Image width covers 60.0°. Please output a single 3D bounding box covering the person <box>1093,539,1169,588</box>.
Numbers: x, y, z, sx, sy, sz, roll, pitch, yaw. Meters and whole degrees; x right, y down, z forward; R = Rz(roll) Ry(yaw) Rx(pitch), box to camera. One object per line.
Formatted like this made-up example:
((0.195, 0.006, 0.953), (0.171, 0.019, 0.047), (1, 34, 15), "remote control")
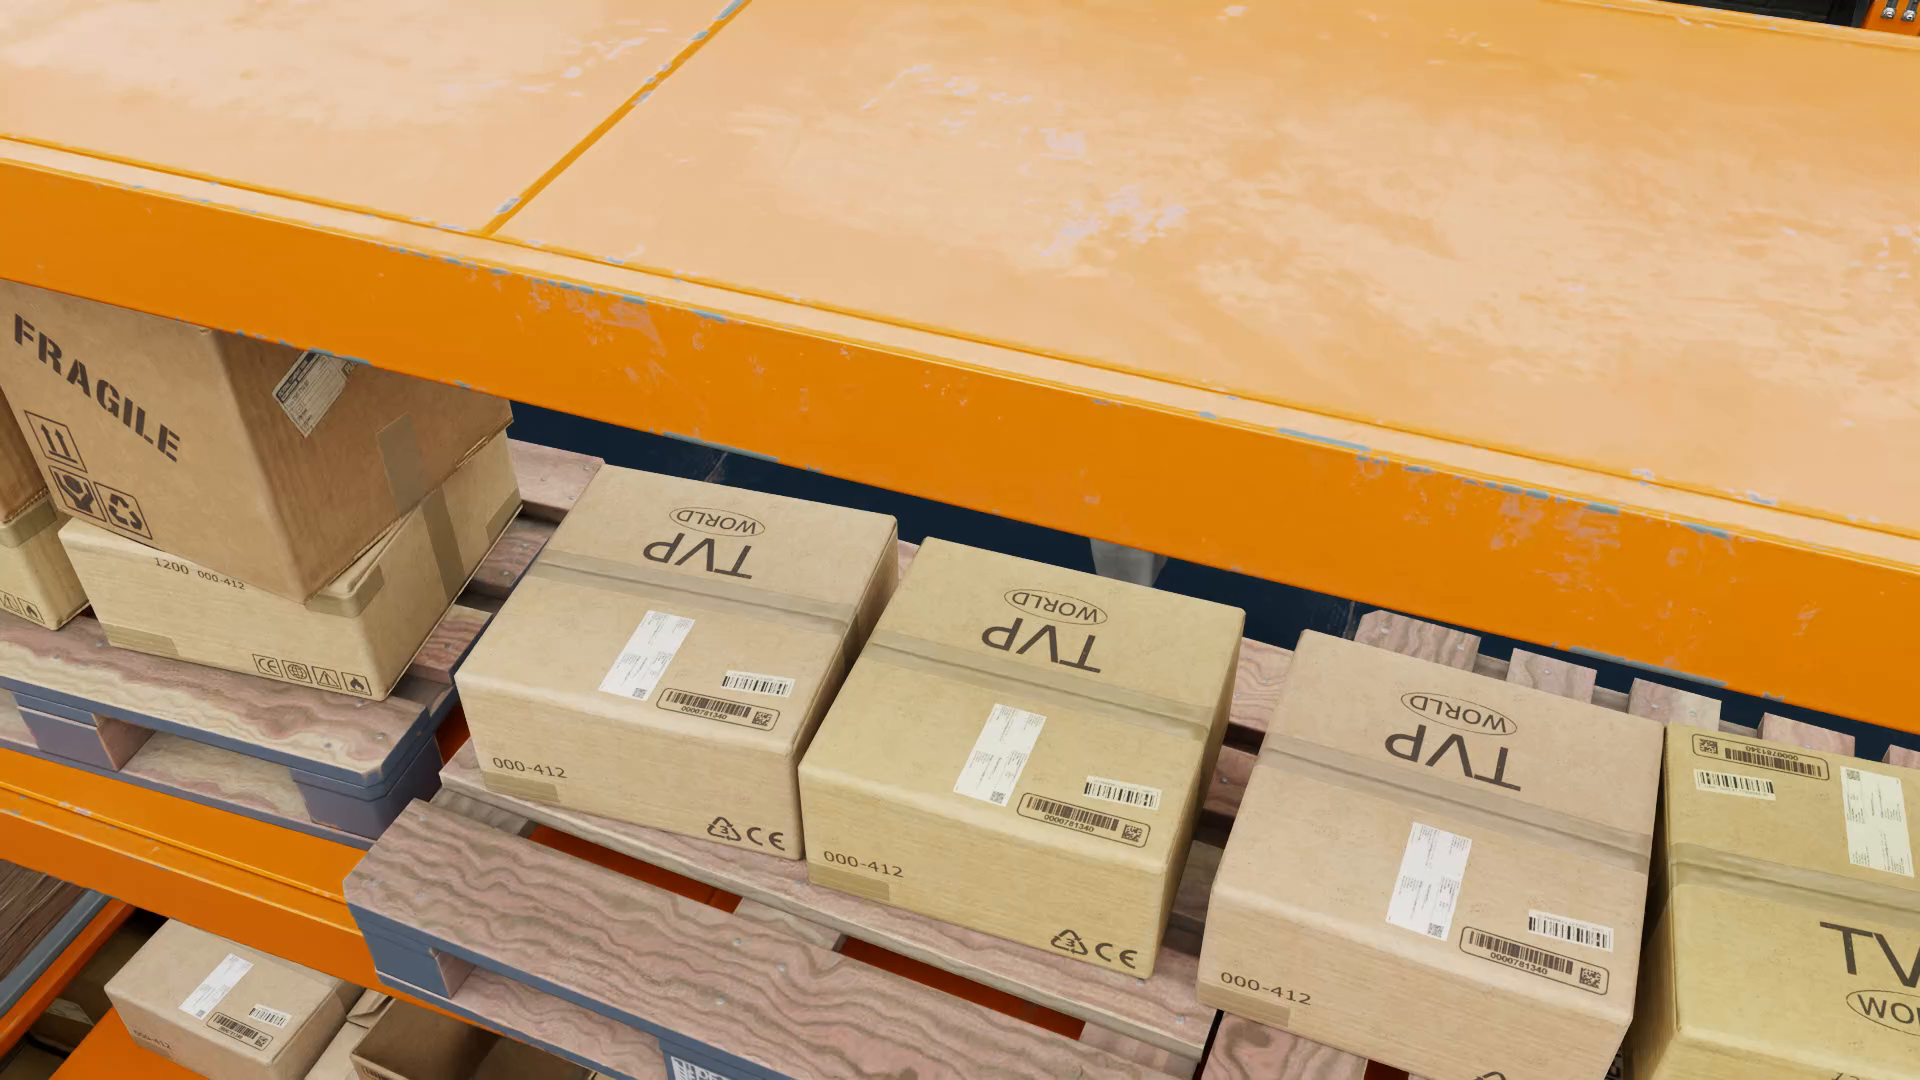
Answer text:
((0.665, -0.170, 6.344), (0.433, 1.751, 0.604), (12, 43, 13), "person")
